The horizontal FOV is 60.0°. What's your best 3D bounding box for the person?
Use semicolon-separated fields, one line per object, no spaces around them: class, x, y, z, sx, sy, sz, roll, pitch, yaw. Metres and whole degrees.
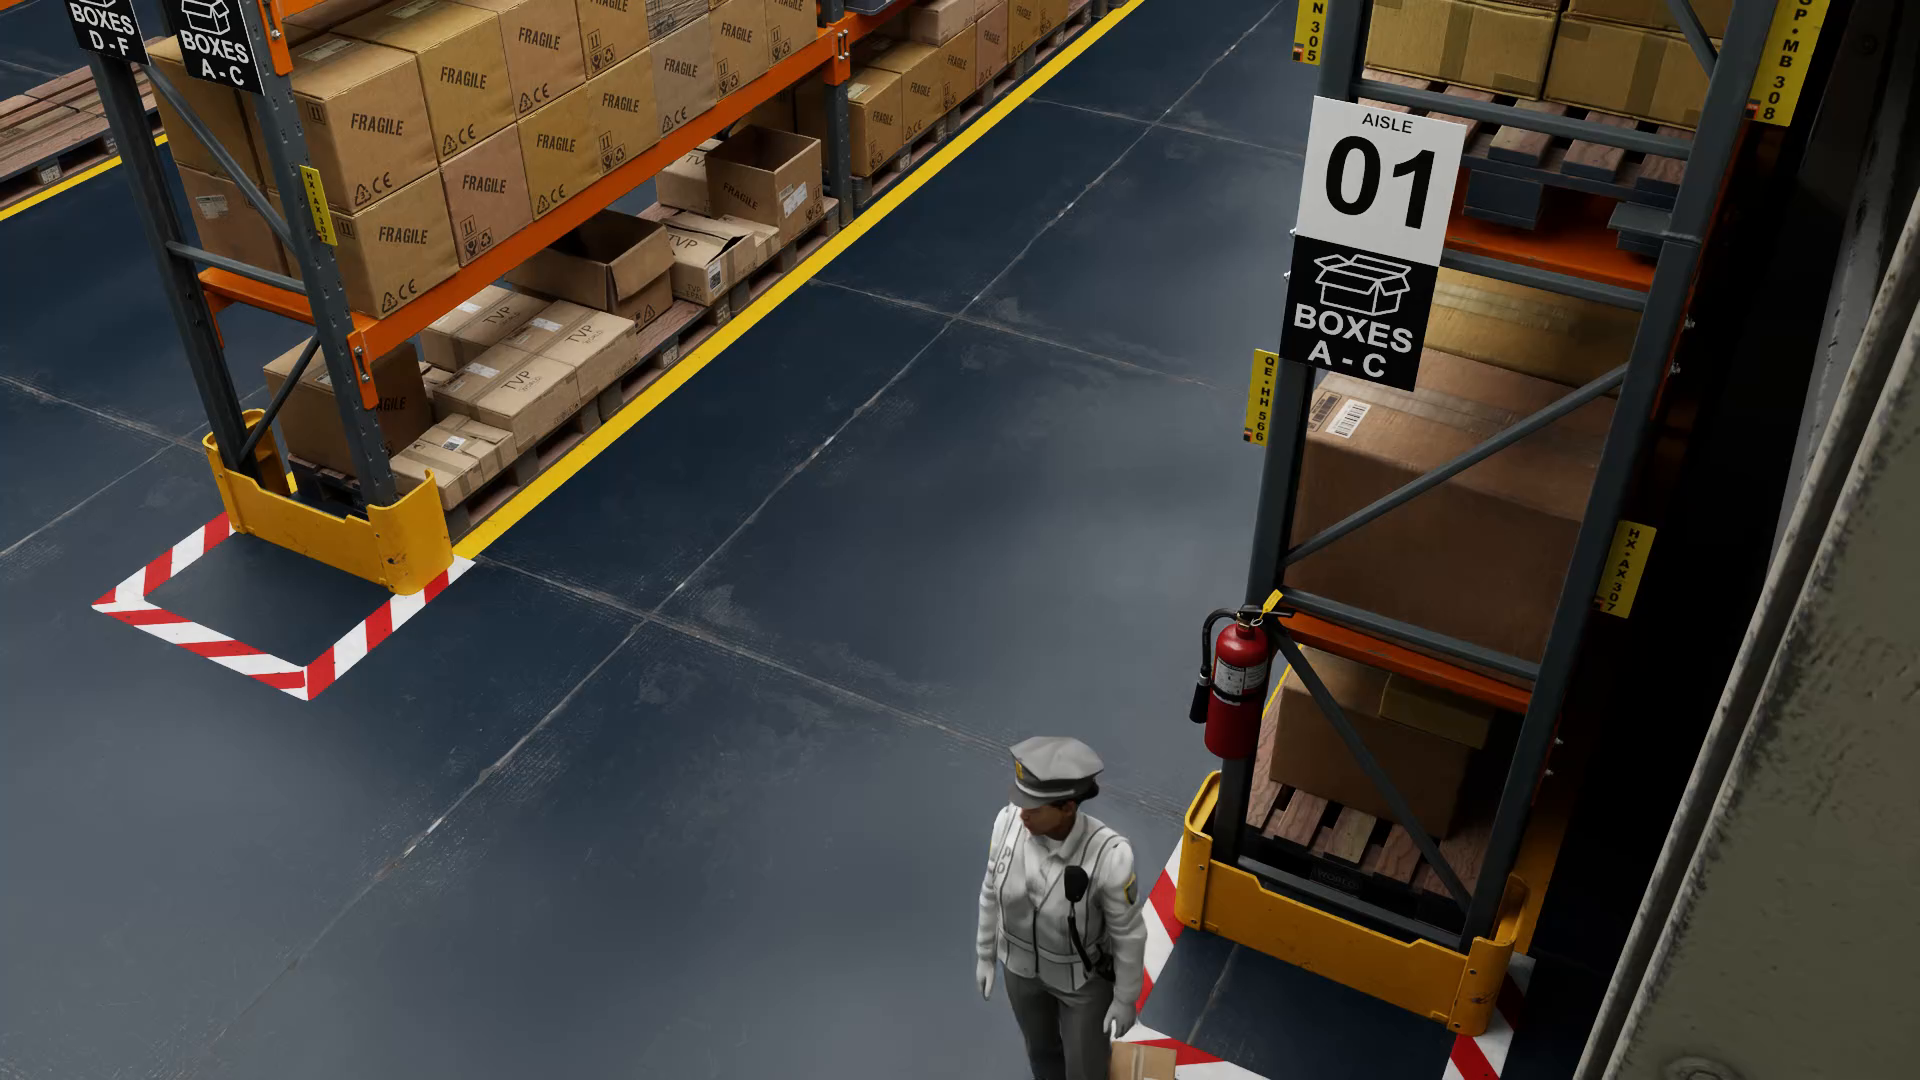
person;0.314;1.274;5.033;0.541;1.695;0.448;18;42;21
